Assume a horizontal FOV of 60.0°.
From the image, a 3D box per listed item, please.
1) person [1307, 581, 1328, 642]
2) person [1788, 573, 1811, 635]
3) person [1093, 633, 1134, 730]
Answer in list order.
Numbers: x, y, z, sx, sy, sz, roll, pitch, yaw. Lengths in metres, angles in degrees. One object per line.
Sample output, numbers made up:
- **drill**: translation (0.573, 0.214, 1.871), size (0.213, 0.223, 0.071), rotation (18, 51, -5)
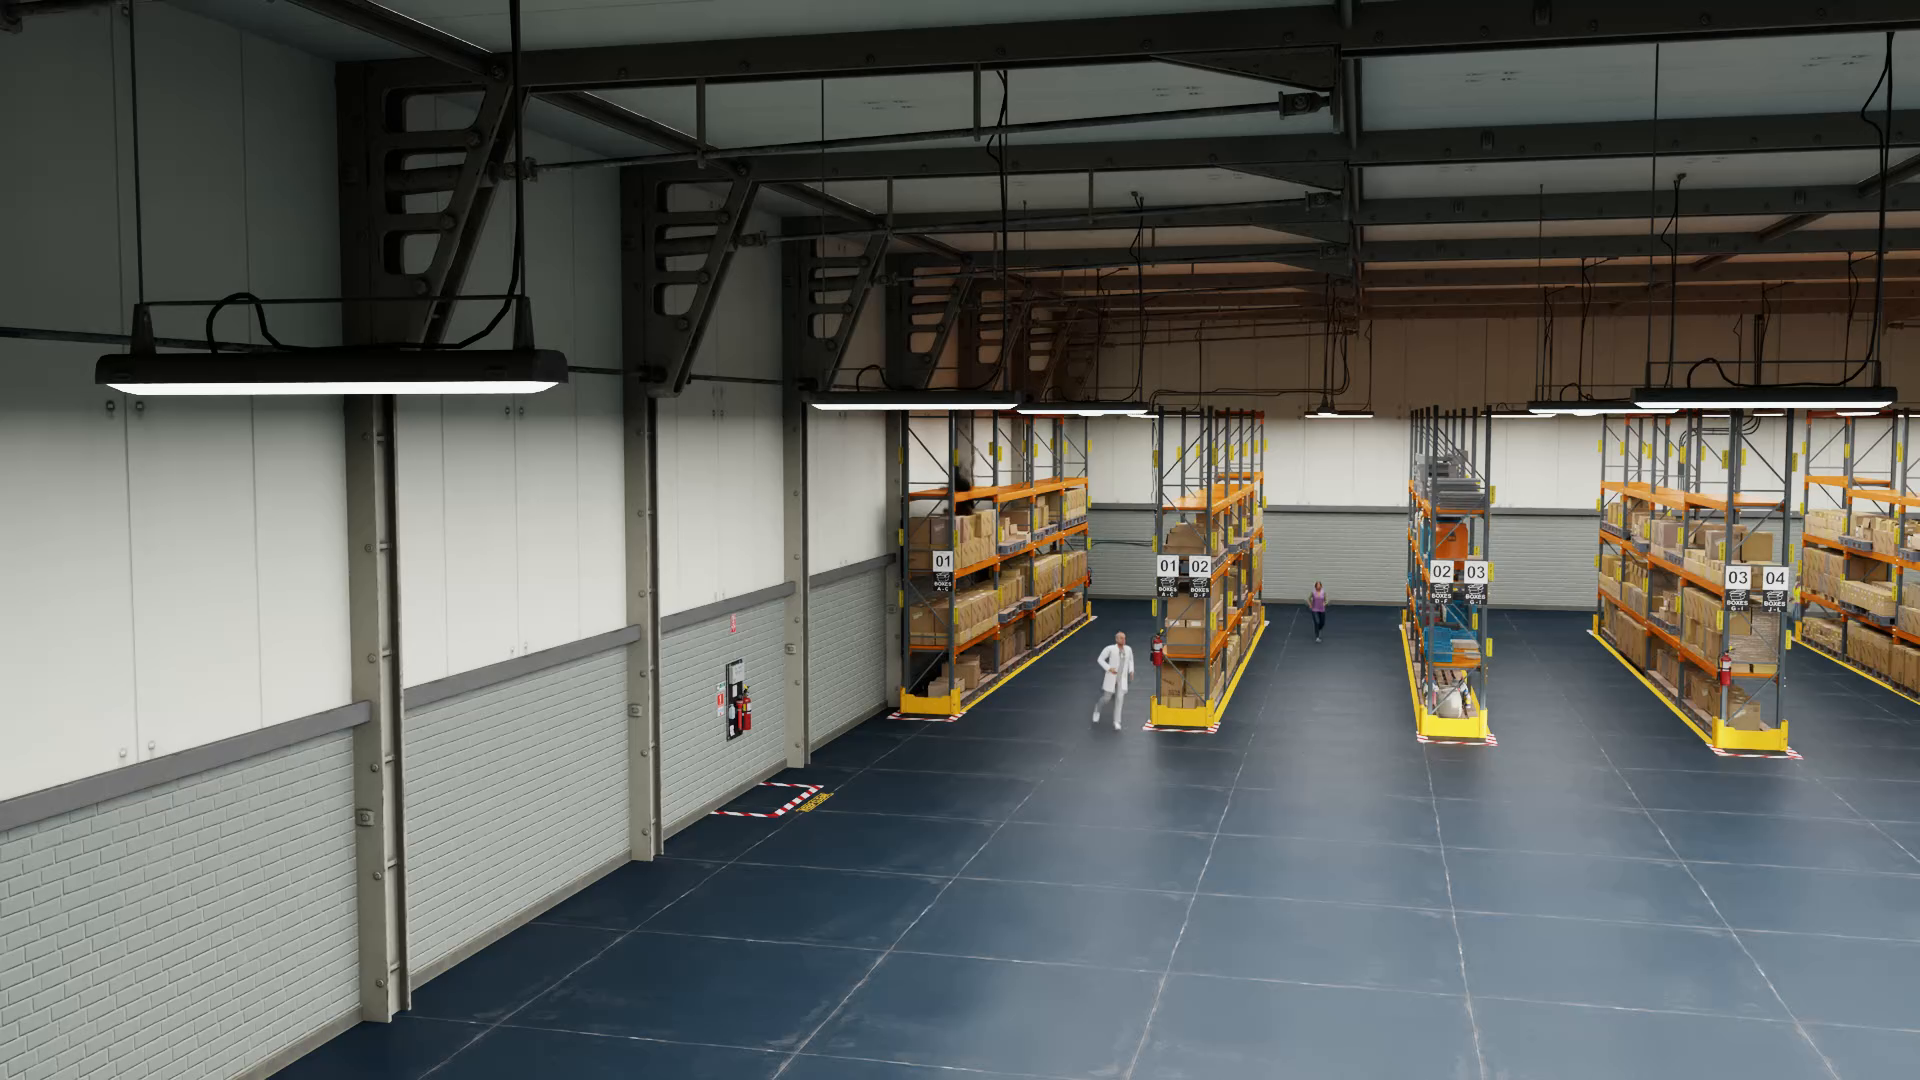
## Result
- **person**: translation (9.279, 1.848, 43.144), size (0.546, 1.559, 0.730), rotation (0, 4, 3)
- **person**: translation (22.483, 1.690, 44.372), size (0.614, 1.712, 0.712), rotation (0, 4, -5)
- **person**: translation (2.953, 2.602, 31.112), size (0.770, 1.739, 1.049), rotation (-1, 4, -15)
